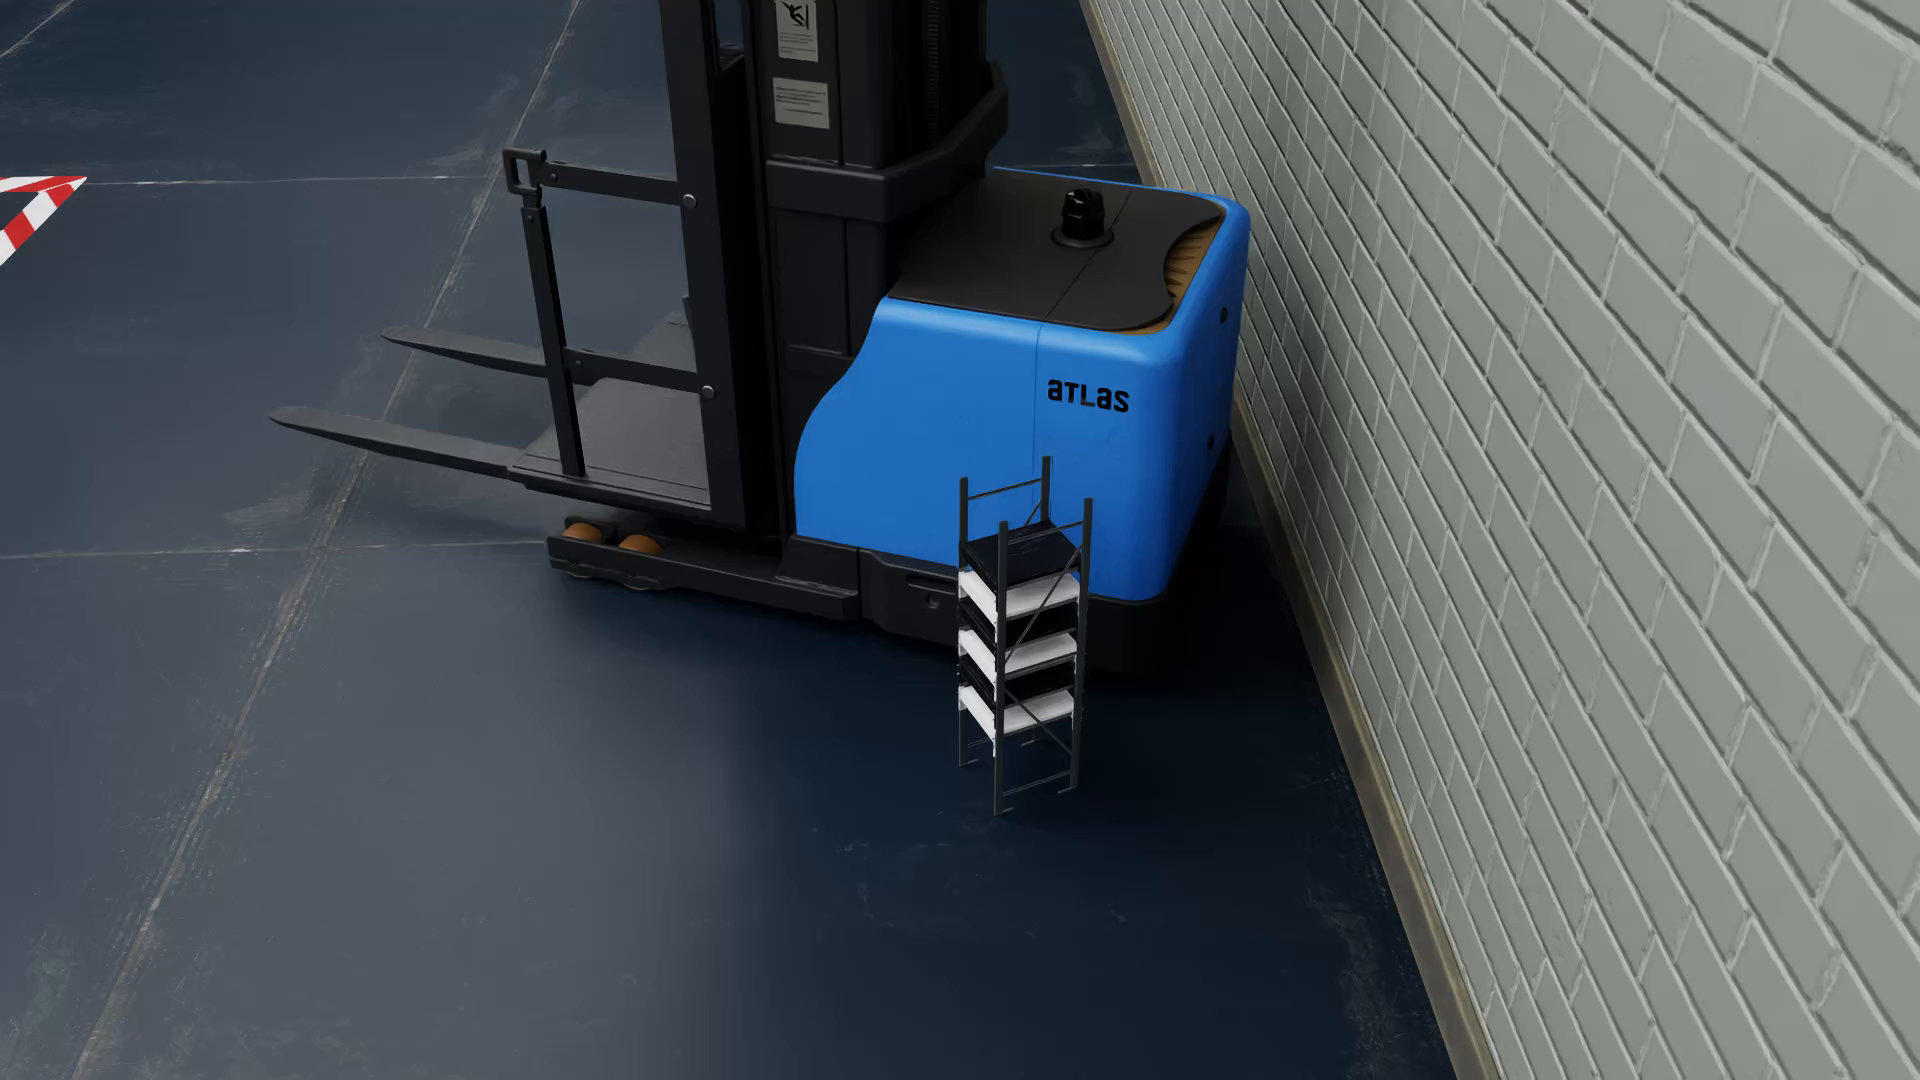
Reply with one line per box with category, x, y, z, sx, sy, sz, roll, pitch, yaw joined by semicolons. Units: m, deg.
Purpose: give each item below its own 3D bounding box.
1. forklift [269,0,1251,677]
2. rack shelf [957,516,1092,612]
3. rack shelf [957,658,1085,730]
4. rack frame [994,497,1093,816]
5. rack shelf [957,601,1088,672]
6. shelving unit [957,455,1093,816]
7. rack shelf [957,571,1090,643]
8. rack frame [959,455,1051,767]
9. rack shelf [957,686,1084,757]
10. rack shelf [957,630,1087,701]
forklift;-0.725;-1.323;4.586;3.031;2.935;1.130;11;36;16
rack shelf;0.152;0.055;3.964;0.258;0.077;0.200;-15;38;-21
rack shelf;0.152;0.351;4.168;0.258;0.077;0.200;-15;38;-21
rack frame;0.196;0.302;4.023;0.240;0.900;0.006;-15;38;-21
rack shelf;0.152;0.203;4.066;0.258;0.077;0.200;-15;38;-21
shelving unit;0.152;0.250;4.098;0.258;0.900;0.210;-15;38;-21
rack shelf;0.152;0.129;4.015;0.258;0.077;0.200;-15;38;-21
rack frame;0.107;0.198;4.173;0.240;0.900;0.006;-15;38;-21
rack shelf;0.152;0.425;4.220;0.258;0.077;0.200;-15;38;-21
rack shelf;0.152;0.277;4.117;0.258;0.077;0.200;-15;38;-21
